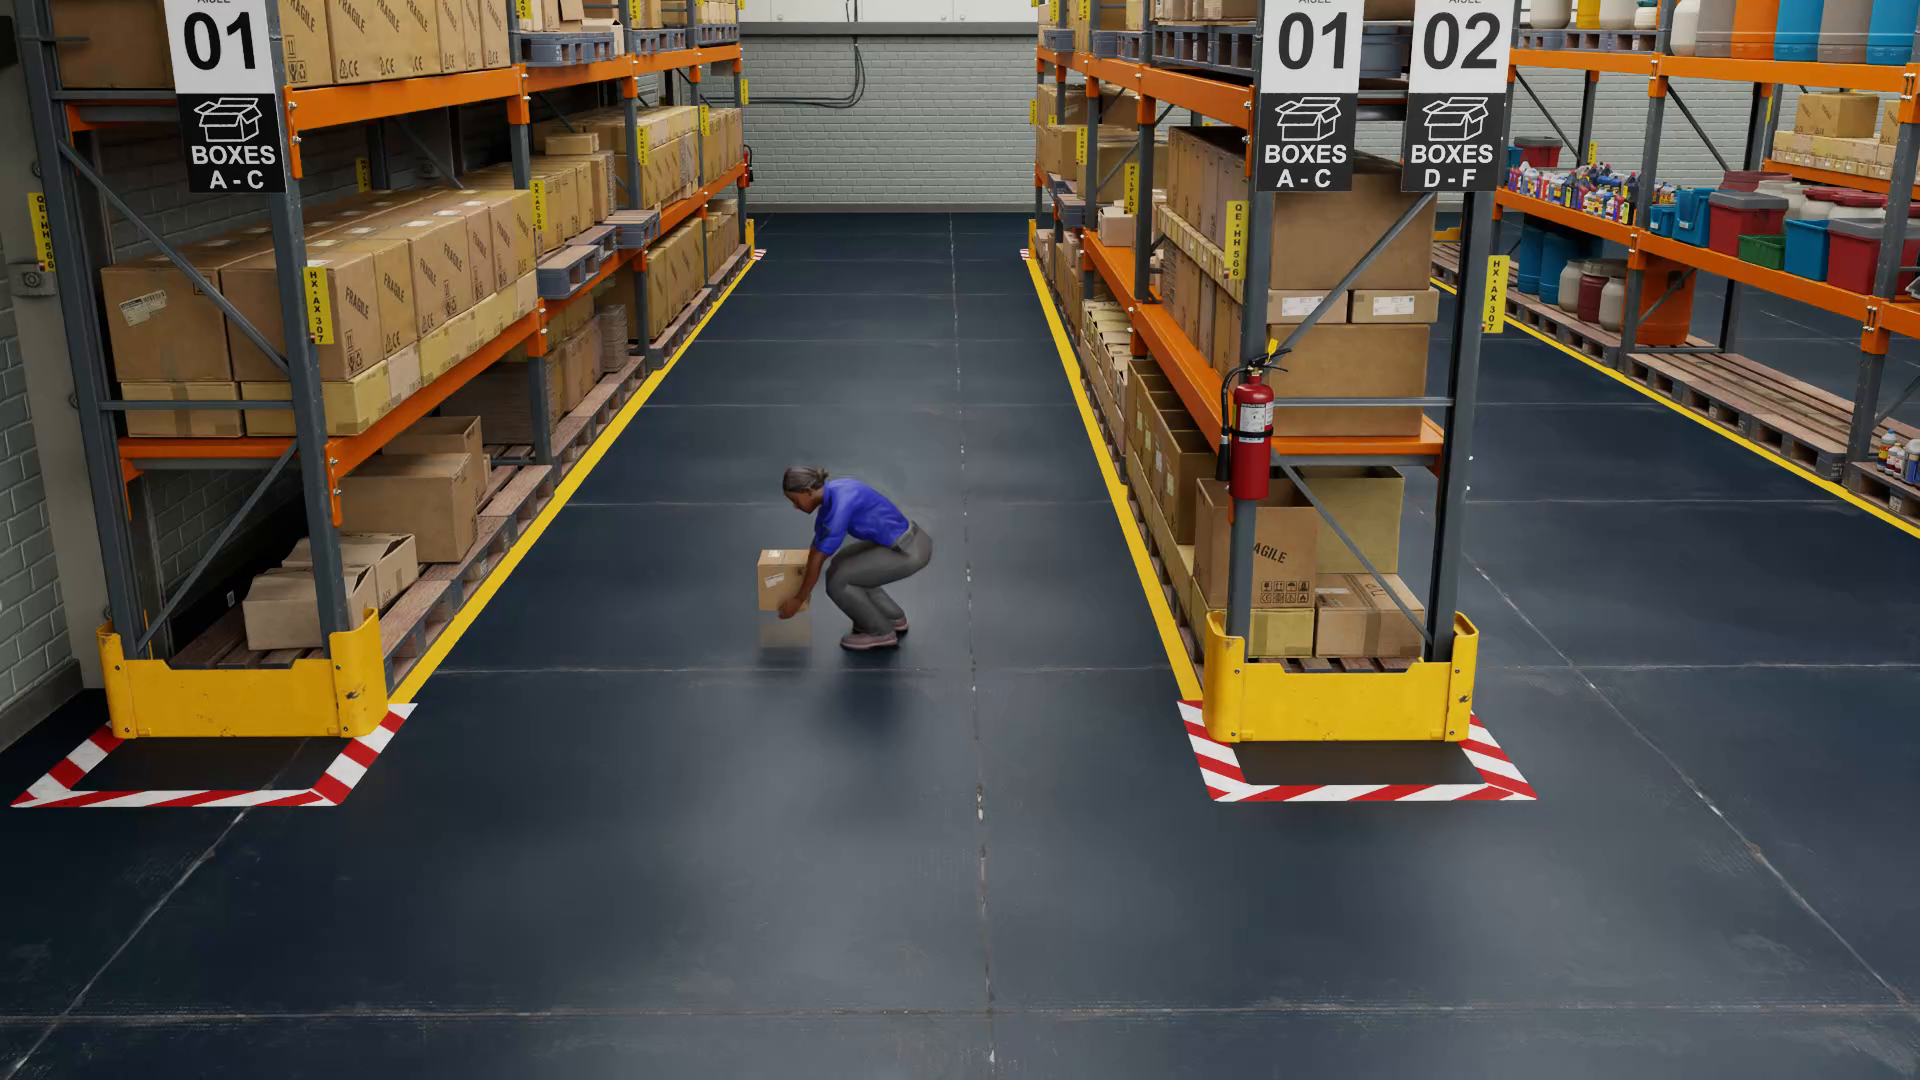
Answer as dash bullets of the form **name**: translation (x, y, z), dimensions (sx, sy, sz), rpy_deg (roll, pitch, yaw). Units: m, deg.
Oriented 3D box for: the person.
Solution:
- **person**: translation (-0.540, 0.067, 8.531), dimensions (0.810, 0.958, 0.485), rpy_deg (0, 17, -1)
